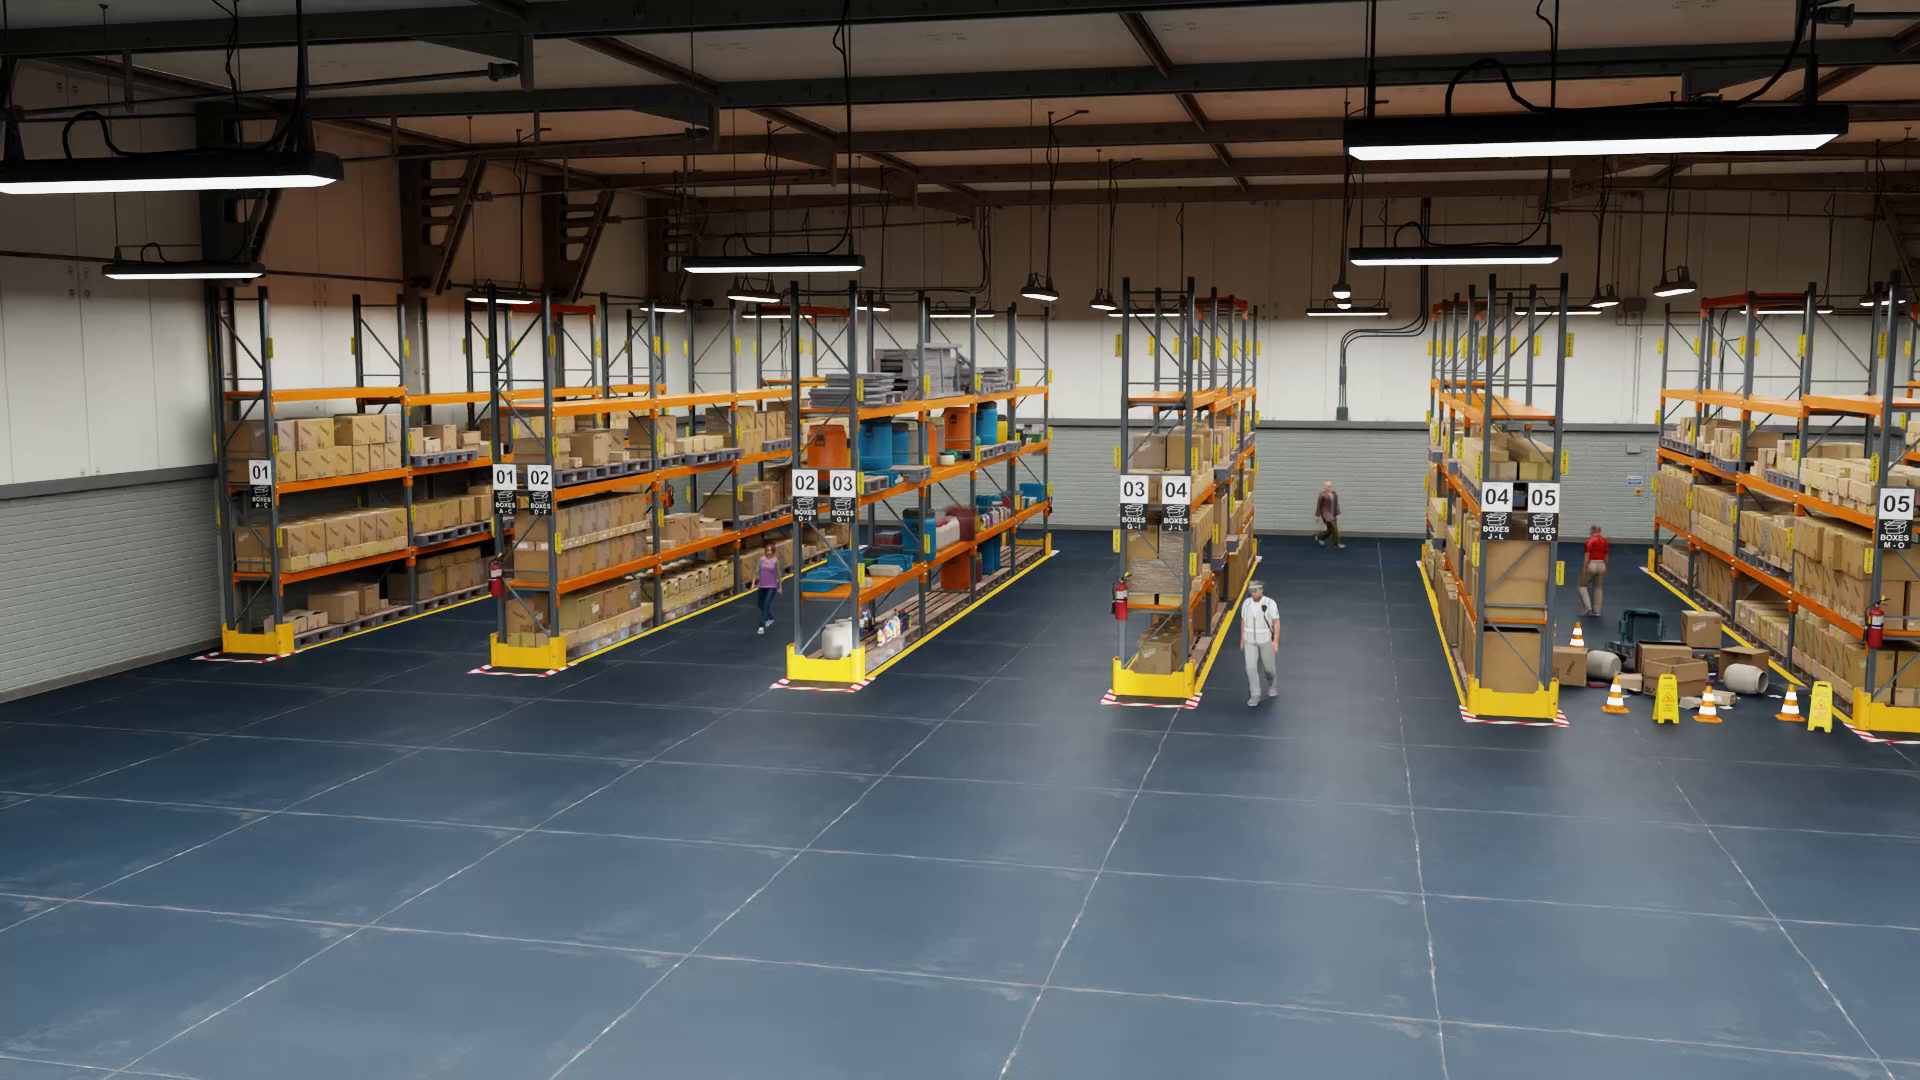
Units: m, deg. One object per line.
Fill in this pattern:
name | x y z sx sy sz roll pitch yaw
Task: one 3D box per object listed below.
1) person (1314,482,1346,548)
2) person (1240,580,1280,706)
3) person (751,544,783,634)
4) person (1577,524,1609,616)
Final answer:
person | 9.328 -0.641 41.958 0.573 1.670 1.141 -4 8 -33
person | 4.278 1.433 23.661 0.592 1.756 0.755 3 7 25
person | -3.426 0.845 29.483 0.503 1.563 0.789 1 7 10
person | 11.903 0.578 31.223 0.570 1.762 0.395 -1 7 -11
